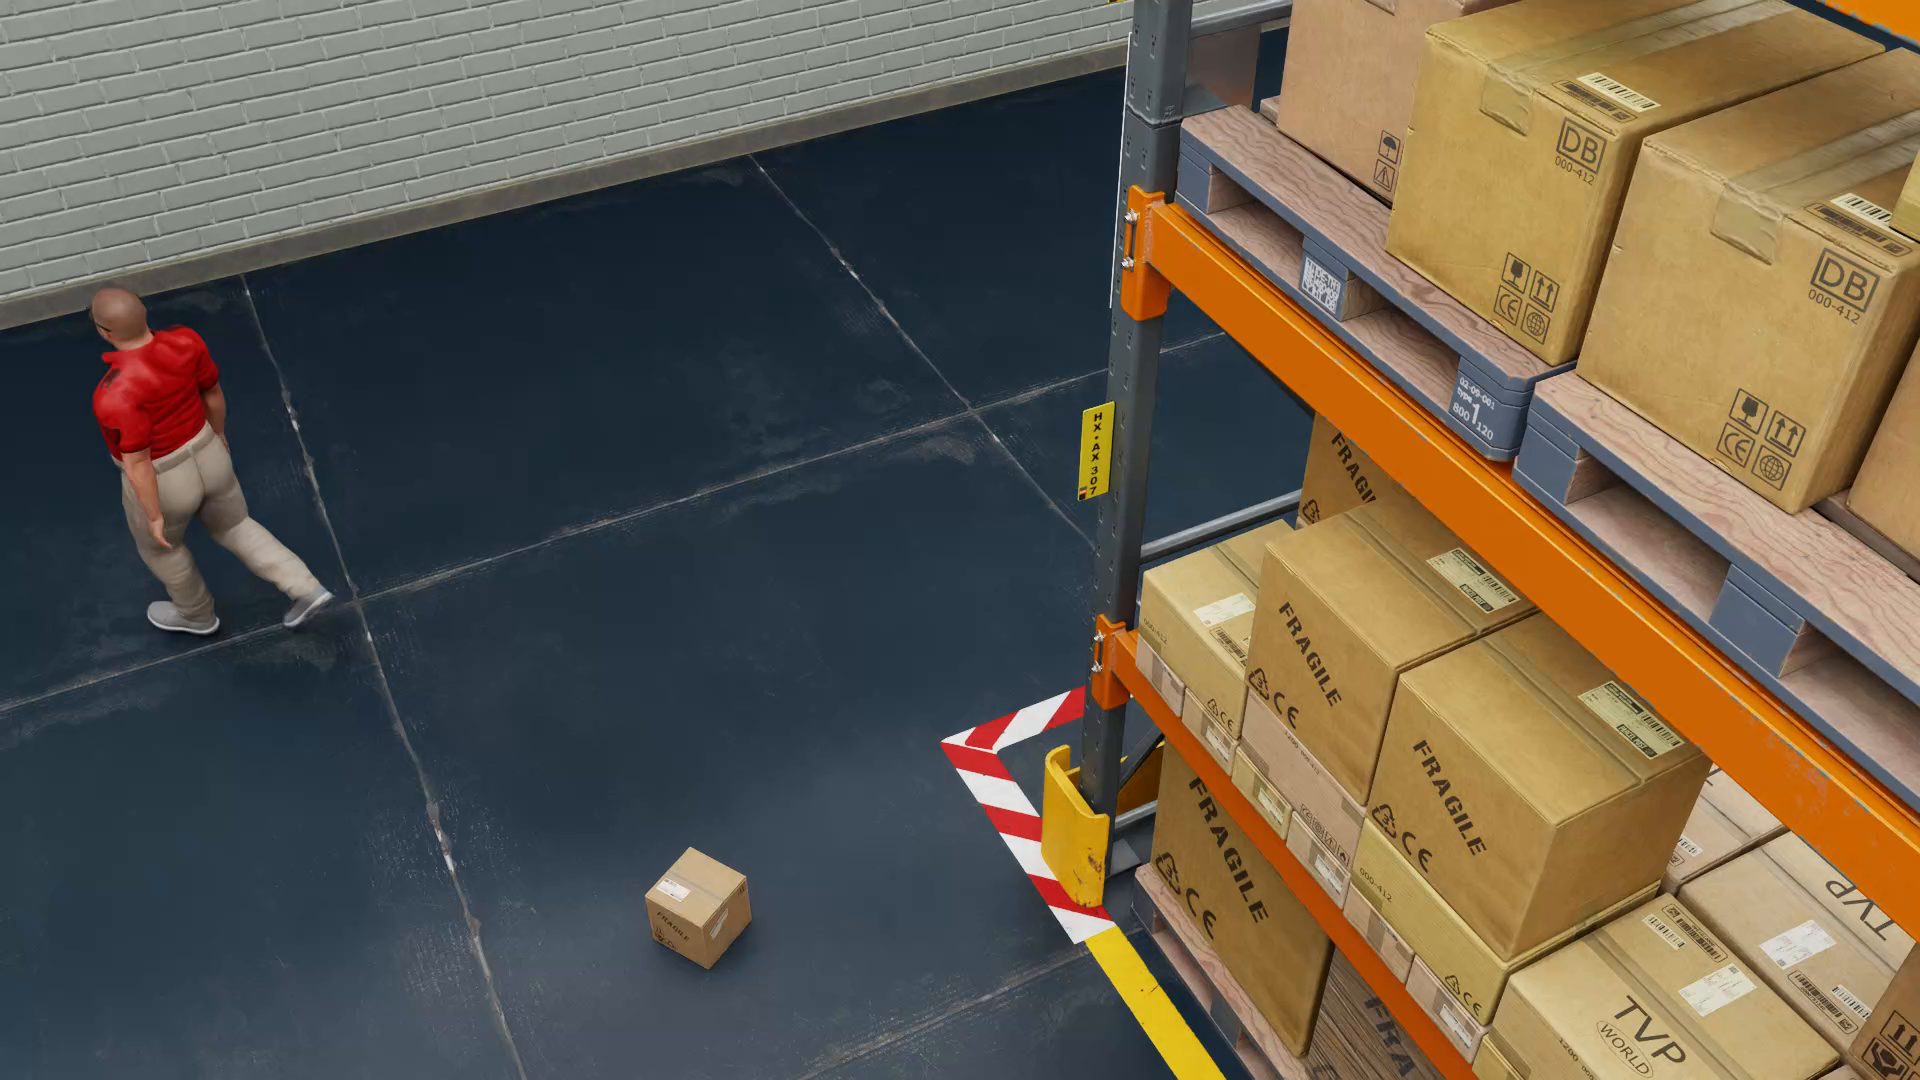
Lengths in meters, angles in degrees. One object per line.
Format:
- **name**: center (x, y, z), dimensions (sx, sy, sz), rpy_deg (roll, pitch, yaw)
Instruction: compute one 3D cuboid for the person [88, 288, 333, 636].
- **person**: center (-3.005, -0.267, 6.464), dimensions (0.865, 1.689, 0.545), rpy_deg (16, 44, 18)
